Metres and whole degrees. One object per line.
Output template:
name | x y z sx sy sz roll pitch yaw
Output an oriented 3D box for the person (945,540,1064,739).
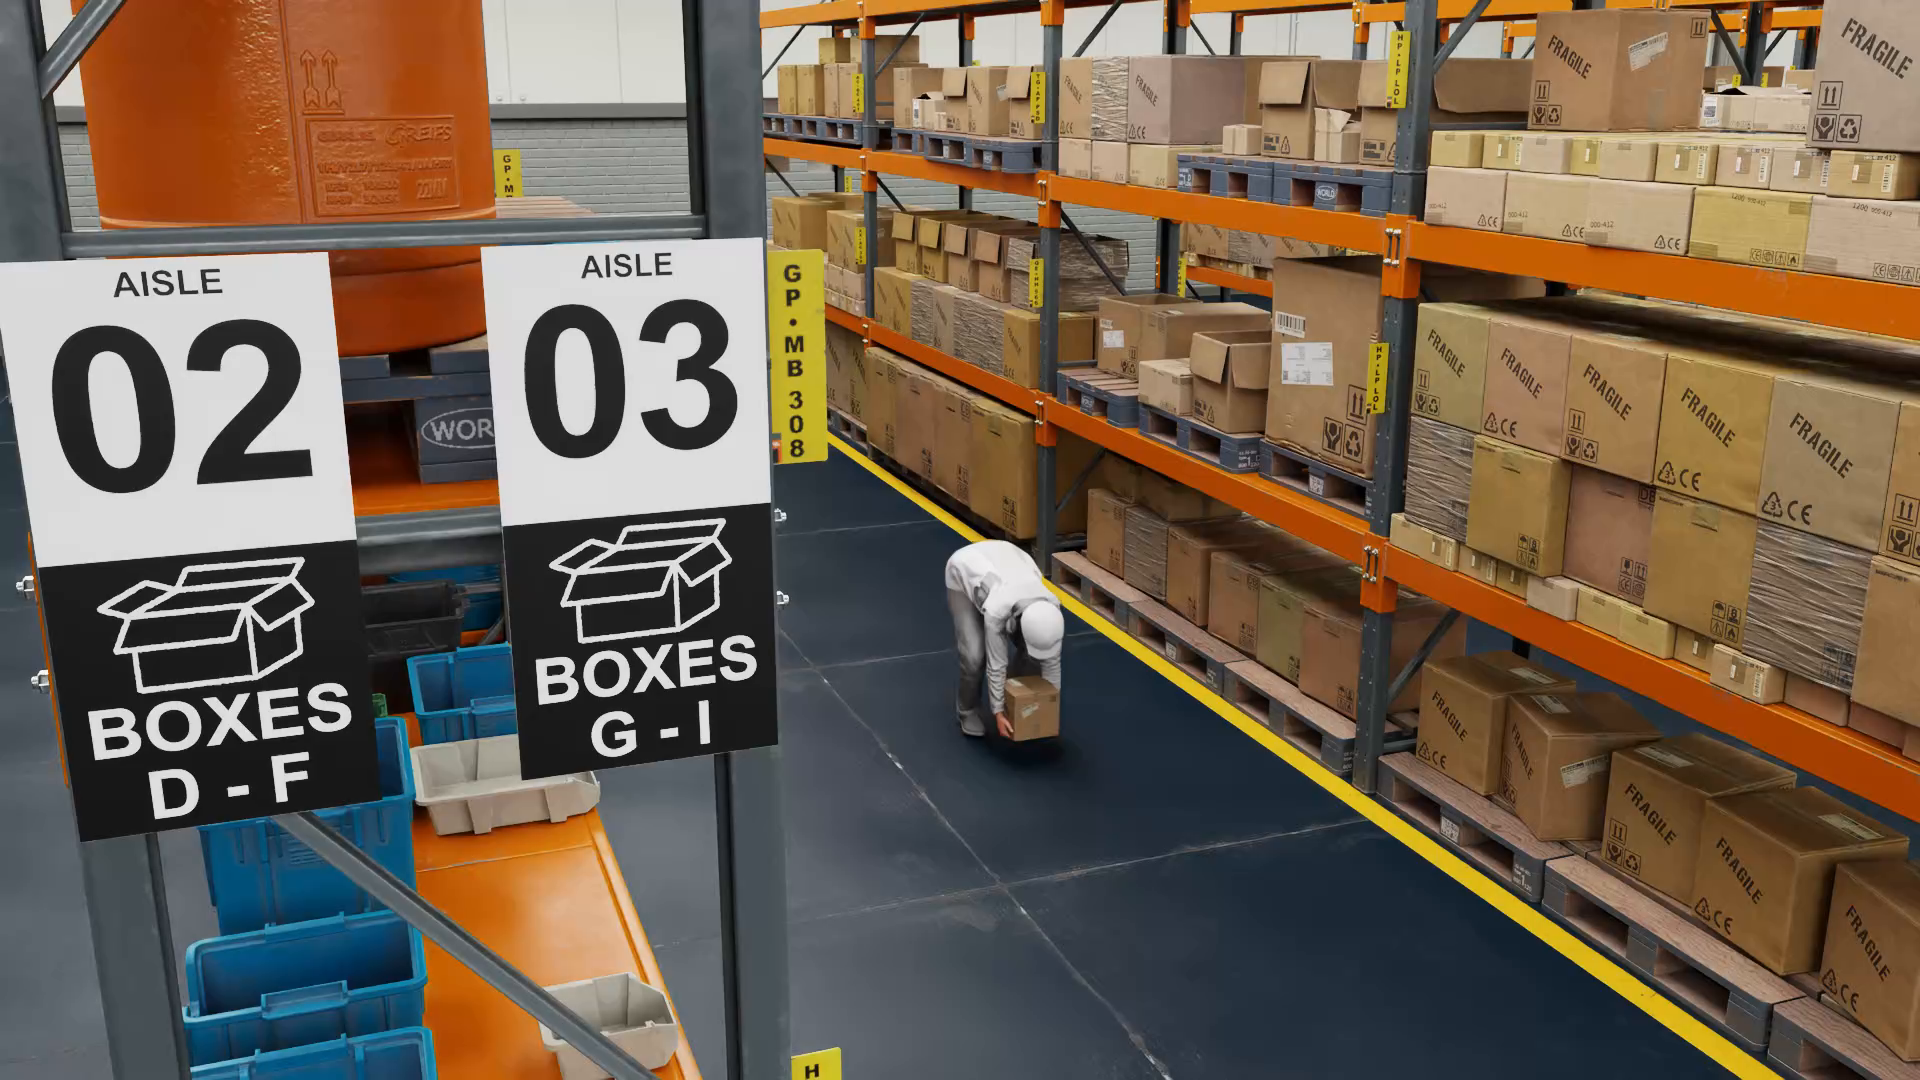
person | 0.271 0.567 8.798 0.497 1.041 1.005 -7 17 -23
